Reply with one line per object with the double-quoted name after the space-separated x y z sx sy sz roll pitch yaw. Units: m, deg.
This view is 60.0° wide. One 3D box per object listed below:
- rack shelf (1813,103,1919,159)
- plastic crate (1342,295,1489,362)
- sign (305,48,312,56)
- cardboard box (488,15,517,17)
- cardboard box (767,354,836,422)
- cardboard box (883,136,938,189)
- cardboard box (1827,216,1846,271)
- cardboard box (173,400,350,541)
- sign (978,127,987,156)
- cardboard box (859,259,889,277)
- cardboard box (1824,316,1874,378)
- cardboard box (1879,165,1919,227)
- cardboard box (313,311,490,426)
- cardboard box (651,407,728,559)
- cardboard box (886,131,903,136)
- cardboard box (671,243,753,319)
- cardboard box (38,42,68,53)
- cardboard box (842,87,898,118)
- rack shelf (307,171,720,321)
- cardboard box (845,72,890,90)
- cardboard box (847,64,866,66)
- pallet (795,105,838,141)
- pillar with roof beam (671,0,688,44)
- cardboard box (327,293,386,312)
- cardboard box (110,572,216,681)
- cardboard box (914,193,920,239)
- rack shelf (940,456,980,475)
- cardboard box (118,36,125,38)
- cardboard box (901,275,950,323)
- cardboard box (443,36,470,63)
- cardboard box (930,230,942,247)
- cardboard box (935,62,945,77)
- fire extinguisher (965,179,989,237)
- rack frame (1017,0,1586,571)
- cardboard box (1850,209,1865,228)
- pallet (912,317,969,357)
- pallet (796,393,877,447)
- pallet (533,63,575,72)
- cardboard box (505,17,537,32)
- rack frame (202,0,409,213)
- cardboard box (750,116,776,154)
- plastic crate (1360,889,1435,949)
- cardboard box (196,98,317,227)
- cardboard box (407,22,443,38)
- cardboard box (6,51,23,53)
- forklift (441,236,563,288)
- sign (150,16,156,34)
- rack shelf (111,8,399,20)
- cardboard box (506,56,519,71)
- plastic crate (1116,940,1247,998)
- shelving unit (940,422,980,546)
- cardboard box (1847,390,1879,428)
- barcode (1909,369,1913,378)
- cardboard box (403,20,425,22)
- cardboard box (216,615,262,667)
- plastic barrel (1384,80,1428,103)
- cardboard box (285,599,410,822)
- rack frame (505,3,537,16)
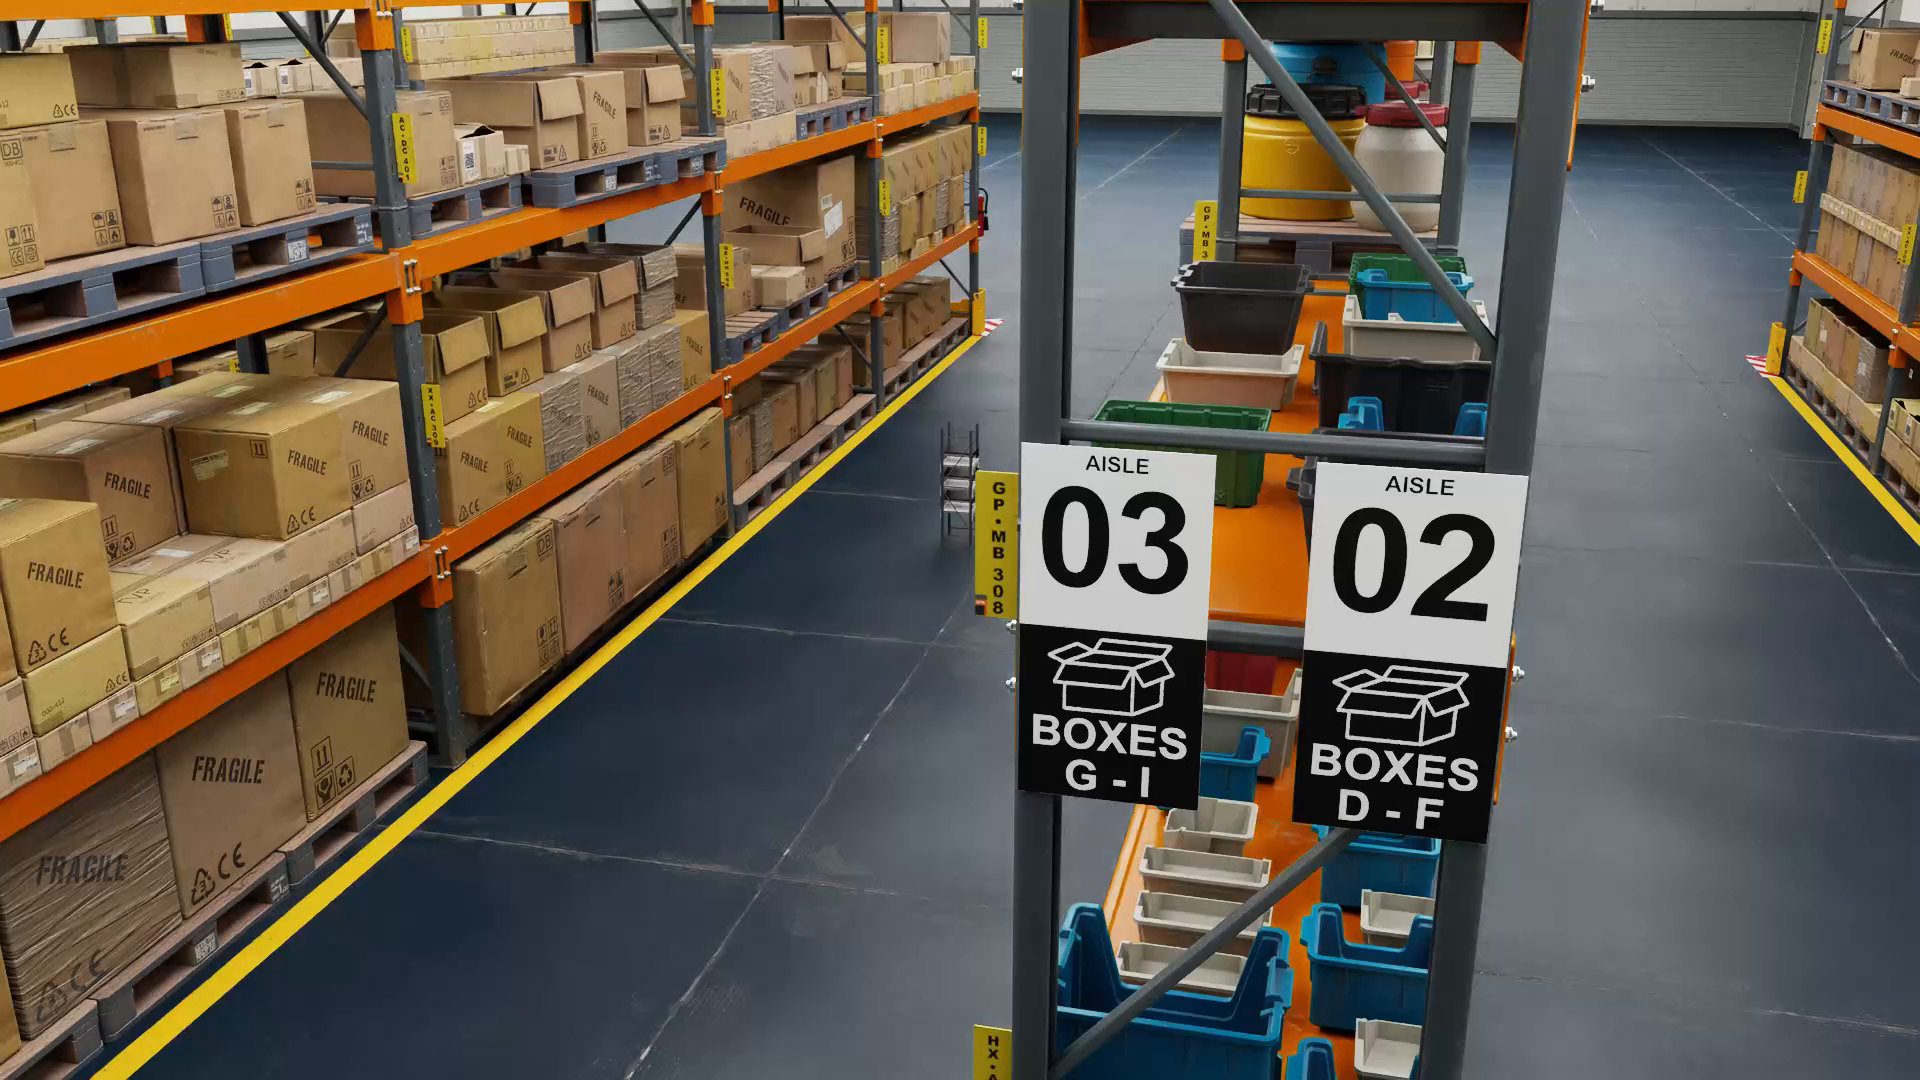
8.842 -3.654 15.217 1.077 0.370 4.000 5 19 13 "rack shelf"
1.460 -0.613 5.384 0.437 0.282 0.530 5 19 13 "plastic crate"
-6.576 -4.900 16.830 0.100 0.325 0.005 5 19 13 "sign"
-5.512 -6.175 19.835 0.380 0.149 0.250 5 19 14 "cardboard box"
-1.558 -1.418 15.385 0.700 0.500 0.500 5 19 13 "cardboard box"
-0.541 -3.985 17.552 0.500 0.500 0.500 5 19 13 "cardboard box"
9.080 -2.939 16.496 0.700 0.500 0.500 5 20 15 "cardboard box"
-3.186 -0.327 7.616 0.500 0.500 0.500 5 19 14 "cardboard box"
0.258 -4.633 19.330 0.100 0.325 0.005 5 19 13 "sign"
-0.908 -2.656 16.213 0.380 0.149 0.250 5 19 13 "cardboard box"
8.615 -1.834 15.860 0.500 0.500 0.500 5 19 13 "cardboard box"
8.701 -3.064 14.857 0.700 0.500 0.500 5 19 13 "cardboard box"
-3.059 -0.947 9.113 0.797 0.503 0.637 4 19 12 "cardboard box"
-2.418 -0.456 12.021 1.225 0.875 0.875 4 19 11 "cardboard box"
-0.923 -4.183 18.131 0.500 0.500 0.500 5 19 13 "cardboard box"
-2.097 -2.079 13.330 0.700 0.500 0.500 8 20 21 "cardboard box"
-10.270 -5.511 18.697 0.380 0.149 0.250 5 19 13 "cardboard box"
-0.894 -4.201 15.937 0.500 0.250 0.500 4 19 11 "cardboard box"
-2.718 -1.930 10.170 1.077 0.370 4.000 5 19 13 "rack shelf"
-0.874 -4.346 15.746 0.380 0.149 0.250 4 19 12 "cardboard box"
-1.136 -4.807 17.095 0.380 0.149 0.250 6 20 16 "cardboard box"
-1.757 -3.552 14.095 1.213 0.211 1.003 5 19 13 "pallet"
-4.238 -16.914 48.284 9.100 9.000 0.400 5 19 13 "pillar with roof beam"
-6.102 -2.087 16.989 1.050 0.750 0.750 5 19 13 "cardboard box"
-3.436 0.346 6.806 0.500 0.250 0.500 4 19 12 "cardboard box"
-0.901 -3.374 17.311 0.875 0.500 0.500 5 19 13 "cardboard box"
-0.002 -0.562 12.487 0.258 0.077 0.200 5 19 13 "rack shelf"
-10.470 -6.124 20.491 0.380 0.149 0.250 5 19 13 "cardboard box"
-0.444 -2.807 19.482 0.500 0.500 0.500 9 21 23 "cardboard box"
-5.524 -5.180 17.538 0.500 0.250 0.500 4 19 13 "cardboard box"
-0.409 -3.282 18.045 0.380 0.149 0.250 5 19 13 "cardboard box"
-0.365 -5.004 17.671 0.380 0.149 0.250 4 19 11 "cardboard box"
0.200 -3.948 19.726 0.296 0.674 0.183 5 19 13 "fire extinguisher"
0.619 -1.418 2.918 1.000 3.000 0.127 5 19 13 "rack frame"
8.713 -3.046 15.807 0.380 0.149 0.250 4 19 13 "cardboard box"
-0.526 -2.390 19.359 1.003 0.211 1.213 5 19 13 "pallet"
-1.441 -1.168 15.780 1.003 0.211 1.213 5 19 13 "pallet"
-5.231 -5.553 19.801 1.003 0.211 1.213 5 19 13 "pallet"
-5.062 -5.882 18.979 0.380 0.149 0.250 5 19 14 "cardboard box"
-3.207 -3.063 7.733 1.000 3.000 0.127 5 19 13 "rack frame"
-1.742 -3.114 12.756 0.500 0.250 0.500 5 20 15 "cardboard box"
1.323 1.159 4.968 0.250 0.136 0.298 5 19 13 "plastic crate"
-3.340 -1.687 7.386 0.700 0.500 0.500 4 19 10 "cardboard box"
-5.557 -5.246 17.117 0.380 0.149 0.250 4 19 13 "cardboard box"
-6.972 -3.421 12.083 0.396 0.266 0.258 5 19 13 "cardboard box"
-4.134 -2.154 14.460 1.130 2.935 3.031 5 19 14 "forklift"
-10.411 -6.644 21.505 0.100 0.325 0.005 5 19 13 "sign"
-6.526 -4.837 14.660 1.077 0.370 4.000 5 19 13 "rack shelf"
-5.186 -5.346 18.643 0.380 0.149 0.250 5 19 14 "cardboard box"
0.642 1.247 4.710 0.396 0.136 0.243 5 19 13 "plastic crate"
-0.002 -0.423 12.535 0.258 0.900 0.210 5 19 13 "shelving unit"
8.386 -1.164 15.060 0.500 0.250 0.500 5 19 13 "cardboard box"
7.887 -1.381 13.790 0.001 0.075 0.075 5 19 13 "barcode"
-6.010 -5.536 17.966 0.380 0.149 0.250 5 19 14 "cardboard box"
-3.277 0.419 7.209 0.380 0.149 0.250 4 19 13 "cardboard box"
2.286 -2.202 8.992 0.433 0.535 0.433 0 19 0 "plastic barrel"
-3.446 0.783 8.392 0.875 0.875 0.875 5 19 13 "cardboard box"
-5.060 -7.248 19.985 1.000 3.000 0.127 5 19 13 "rack frame"
